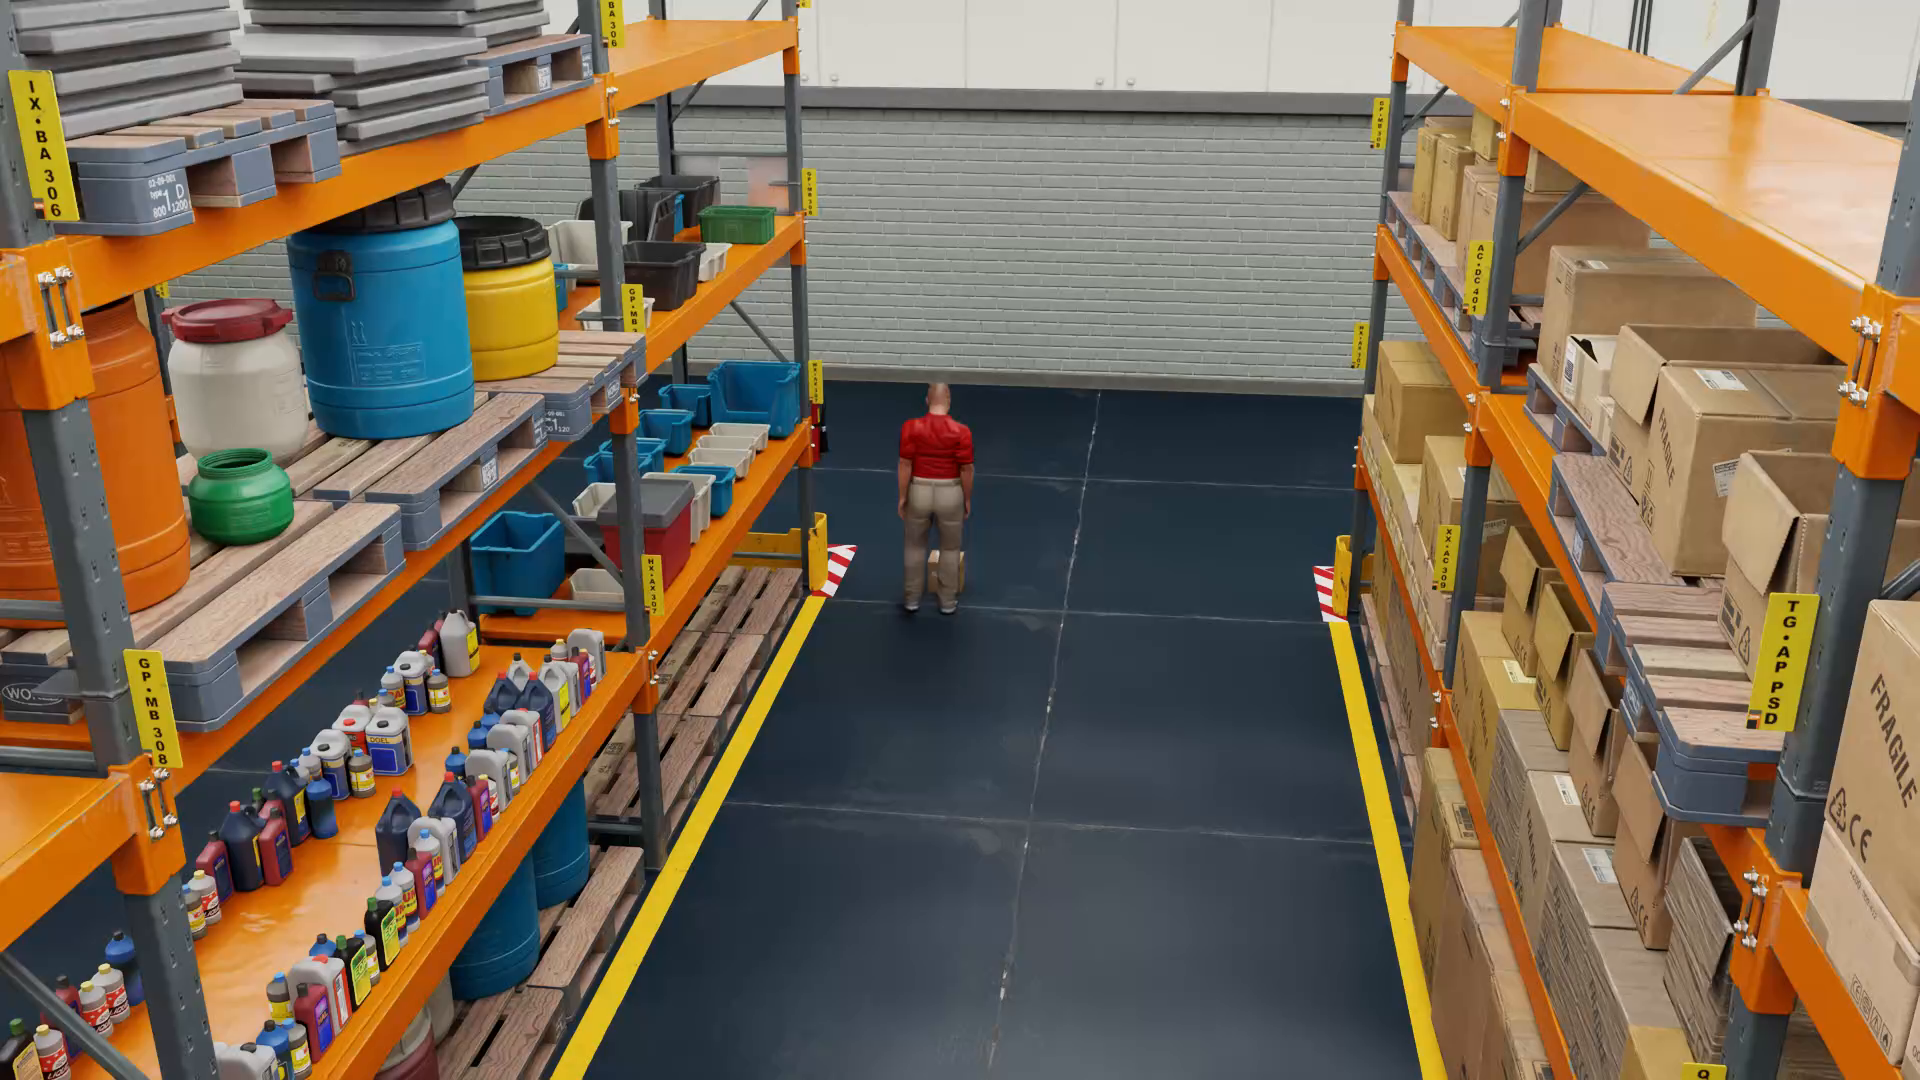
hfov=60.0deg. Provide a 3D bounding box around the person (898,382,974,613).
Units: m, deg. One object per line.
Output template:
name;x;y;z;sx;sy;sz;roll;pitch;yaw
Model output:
person;-0.163;-0.300;11.855;0.555;1.735;0.439;3;21;7
